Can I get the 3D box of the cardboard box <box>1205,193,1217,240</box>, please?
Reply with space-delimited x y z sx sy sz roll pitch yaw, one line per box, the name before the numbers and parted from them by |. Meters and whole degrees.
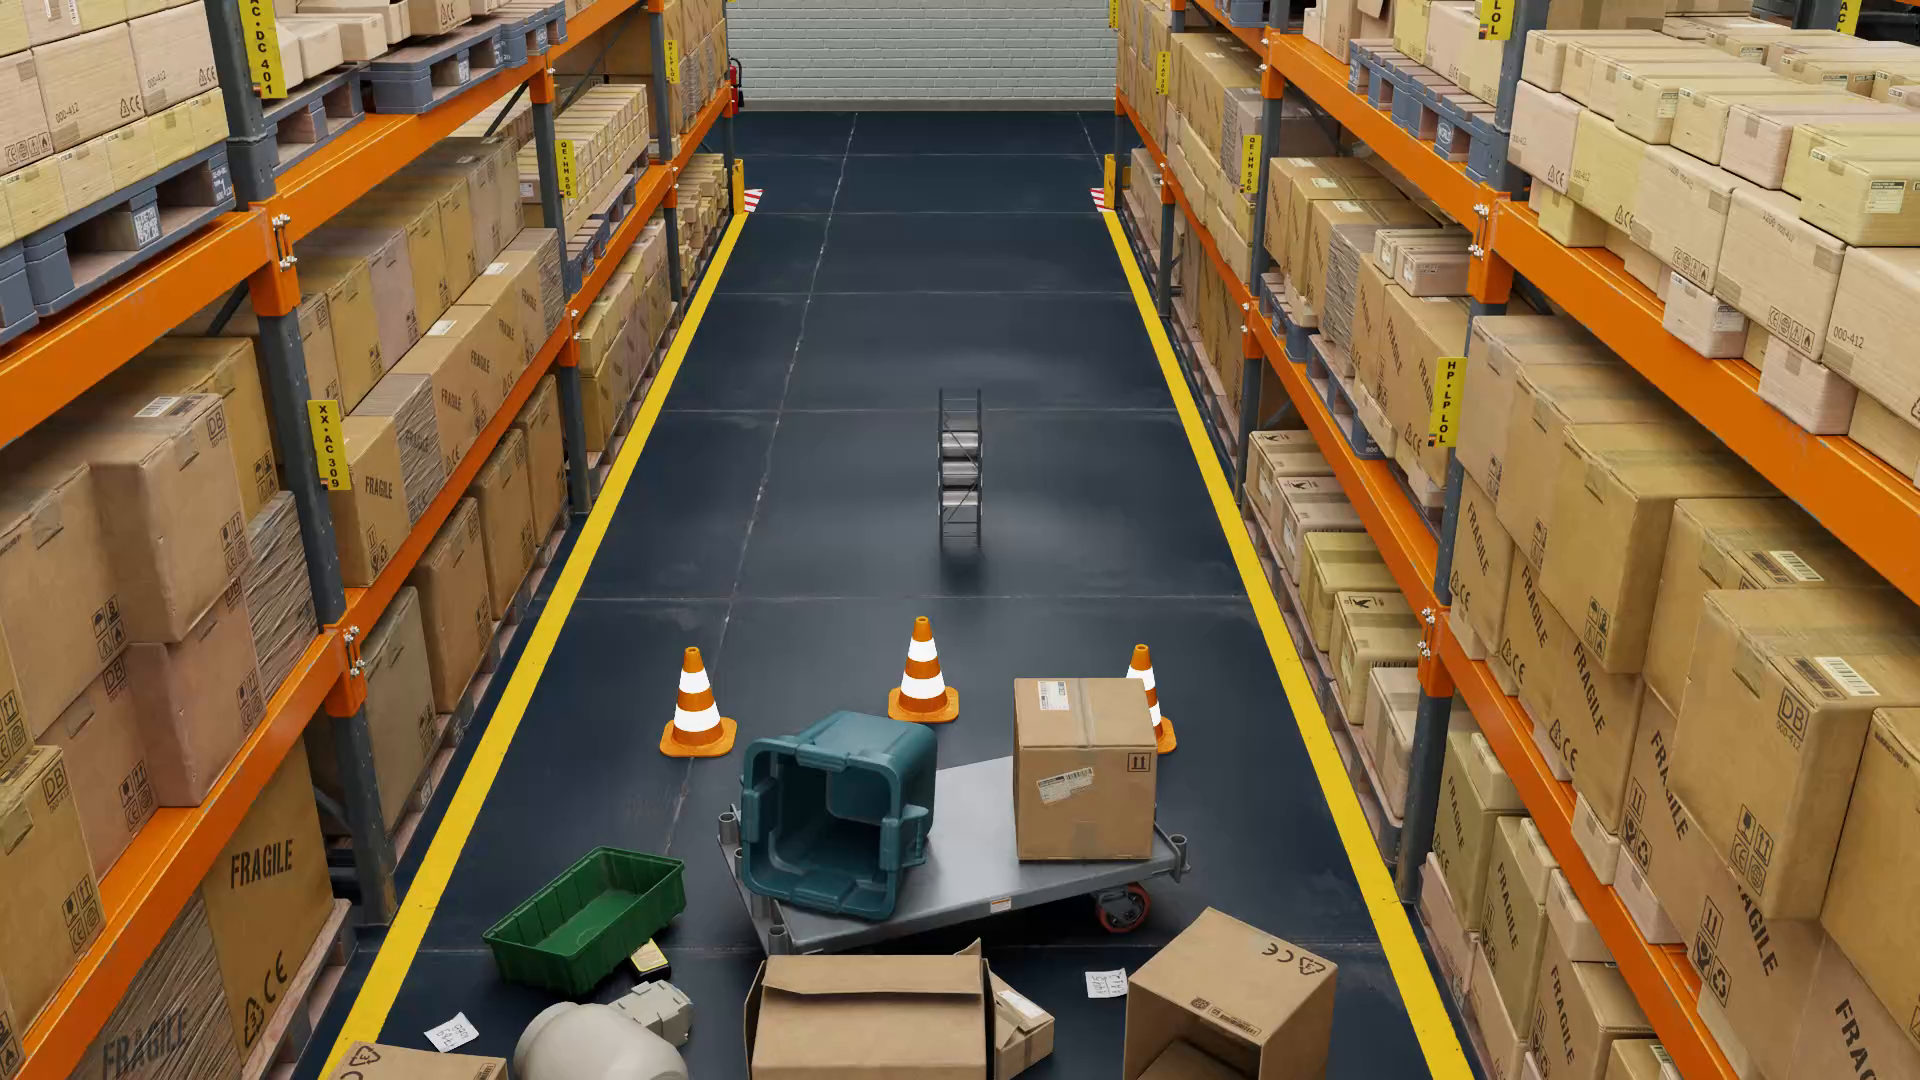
cardboard box | 1.922 -2.157 11.061 0.500 0.250 0.500 0 24 -1

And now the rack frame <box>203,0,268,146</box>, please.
rack frame | -2.707 -2.621 4.626 1.000 3.000 0.127 0 24 -1

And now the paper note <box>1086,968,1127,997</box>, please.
paper note | 0.541 1.627 6.116 0.148 0.019 0.142 0 24 -1

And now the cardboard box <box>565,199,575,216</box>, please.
cardboard box | -2.560 -2.061 10.100 0.380 0.149 0.250 1 24 2

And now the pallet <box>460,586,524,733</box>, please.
pallet | -2.807 0.561 8.254 1.003 0.211 1.213 0 24 -1

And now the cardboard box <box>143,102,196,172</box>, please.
cardboard box | -2.380 -1.125 4.631 0.380 0.149 0.250 0 24 0

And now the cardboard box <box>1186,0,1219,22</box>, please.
cardboard box | 1.939 -4.280 13.451 0.380 0.149 0.250 0 24 1

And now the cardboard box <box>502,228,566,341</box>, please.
cardboard box | -2.477 -1.397 9.078 0.500 0.500 0.500 0 24 -1

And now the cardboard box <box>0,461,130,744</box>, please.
cardboard box | -2.747 0.153 4.279 0.875 0.550 0.550 0 24 -1

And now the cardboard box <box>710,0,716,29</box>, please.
cardboard box | -2.579 -5.073 15.631 0.500 0.500 0.500 -1 24 -2

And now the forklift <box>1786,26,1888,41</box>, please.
forklift | 4.796 -1.175 8.868 1.129 2.867 3.031 -1 24 -1

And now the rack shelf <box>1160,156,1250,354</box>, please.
rack shelf | 2.176 -2.096 11.618 1.077 0.370 4.000 0 24 -1

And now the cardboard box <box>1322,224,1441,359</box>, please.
cardboard box | 1.994 -1.146 7.653 0.500 0.500 0.500 -1 24 -3

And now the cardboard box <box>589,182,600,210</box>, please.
cardboard box | -2.570 -2.241 10.860 0.380 0.149 0.250 1 24 1

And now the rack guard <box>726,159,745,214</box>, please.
rack guard | -2.837 -3.663 17.241 1.175 0.500 0.348 0 24 -1

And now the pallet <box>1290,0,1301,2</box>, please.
pallet | 2.123 -3.607 10.674 1.003 0.211 1.213 1 24 2

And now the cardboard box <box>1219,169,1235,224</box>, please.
cardboard box | 1.929 -2.169 10.482 0.500 0.250 0.500 -1 24 -2

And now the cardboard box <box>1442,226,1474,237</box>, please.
cardboard box | 2.509 -1.141 7.640 0.500 0.500 0.500 -1 24 -3

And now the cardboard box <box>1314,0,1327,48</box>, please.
cardboard box | 2.034 -2.670 8.536 0.396 0.266 0.258 0 24 -1

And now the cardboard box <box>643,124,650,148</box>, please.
cardboard box | -2.592 -3.099 12.756 0.380 0.149 0.250 -1 24 -2

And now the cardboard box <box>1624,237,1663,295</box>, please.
cardboard box | 2.023 -0.761 4.459 0.380 0.149 0.250 0 24 1

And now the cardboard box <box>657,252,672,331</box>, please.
cardboard box | -2.534 -1.933 12.908 0.500 0.500 0.500 -1 24 -2

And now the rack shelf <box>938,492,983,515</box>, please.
rack shelf | 0.000 -0.219 9.660 0.258 0.077 0.200 0 24 -1

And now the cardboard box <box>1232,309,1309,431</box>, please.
cardboard box | 2.274 -1.108 10.629 0.875 0.875 0.875 0 24 -1

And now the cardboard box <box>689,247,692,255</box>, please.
cardboard box | -2.535 -2.440 14.455 0.380 0.149 0.250 0 24 -1

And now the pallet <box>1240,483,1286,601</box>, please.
pallet | 2.205 -0.008 9.511 1.003 0.211 1.213 0 24 -1

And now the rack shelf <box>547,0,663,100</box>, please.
rack shelf | -2.772 -3.399 10.859 1.077 0.370 4.000 0 24 -1

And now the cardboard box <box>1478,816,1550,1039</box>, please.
cardboard box | 1.996 1.233 5.301 0.500 0.500 0.500 1 24 2

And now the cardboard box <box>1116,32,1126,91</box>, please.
cardboard box | 1.829 -4.743 16.476 0.500 0.500 0.500 0 24 -1

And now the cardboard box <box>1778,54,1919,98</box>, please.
cardboard box | 2.456 -1.223 4.512 0.380 0.149 0.250 0 24 1

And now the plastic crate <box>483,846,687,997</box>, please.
plastic crate | -1.395 1.433 6.285 0.450 0.188 0.662 3 22 31

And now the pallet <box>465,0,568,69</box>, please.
pallet | -2.691 -2.552 8.341 1.213 0.211 1.003 1 24 2

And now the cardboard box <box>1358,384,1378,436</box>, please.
cardboard box | 1.930 -0.559 7.142 0.380 0.149 0.250 0 24 0

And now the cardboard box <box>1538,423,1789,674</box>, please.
cardboard box | 1.992 0.011 4.389 0.700 0.500 0.500 -1 24 -2

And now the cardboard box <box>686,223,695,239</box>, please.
cardboard box | -2.589 -2.792 14.872 0.380 0.149 0.250 1 24 2

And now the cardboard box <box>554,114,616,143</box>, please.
cardboard box | -2.581 -2.831 11.442 0.380 0.149 0.250 -1 24 -3

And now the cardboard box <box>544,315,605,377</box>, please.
cardboard box | -2.516 -1.216 10.411 0.500 0.250 0.500 -1 24 -3

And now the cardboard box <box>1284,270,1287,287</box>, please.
cardboard box | 1.985 -1.426 9.057 0.380 0.149 0.250 -2 24 -4

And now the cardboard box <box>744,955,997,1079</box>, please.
cardboard box | -0.284 1.674 5.273 0.797 0.637 0.503 0 24 -1

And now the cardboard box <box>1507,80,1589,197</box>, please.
cardboard box | 1.973 -1.203 4.951 0.500 0.250 0.500 -1 24 -2

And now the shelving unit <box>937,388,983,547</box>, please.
shelving unit | 0.000 -0.413 9.572 0.258 0.900 0.210 0 24 -1

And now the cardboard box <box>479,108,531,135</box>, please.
cardboard box | -3.237 -2.939 11.682 0.380 0.149 0.250 0 24 -1

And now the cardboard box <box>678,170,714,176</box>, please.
cardboard box | -2.564 -3.462 15.993 0.380 0.149 0.250 -1 24 -3

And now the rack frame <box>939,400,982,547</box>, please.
rack frame | 0.001 -0.371 9.479 0.240 0.900 0.006 0 24 -1

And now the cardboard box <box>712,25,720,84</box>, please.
cardboard box | -2.575 -4.618 15.837 0.500 0.500 0.500 -1 24 -1

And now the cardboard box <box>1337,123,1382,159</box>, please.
cardboard box | 2.437 -2.306 9.873 0.500 0.500 0.500 -1 24 -2

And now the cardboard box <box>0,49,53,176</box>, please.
cardboard box | -2.436 -0.943 3.744 0.500 0.250 0.500 0 24 -1

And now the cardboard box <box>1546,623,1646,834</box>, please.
cardboard box | 1.989 0.463 4.603 0.500 0.500 0.500 0 24 -1

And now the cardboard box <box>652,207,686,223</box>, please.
cardboard box | -2.612 -2.816 14.564 0.380 0.149 0.250 -1 24 -2

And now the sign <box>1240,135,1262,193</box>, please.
sign | 1.643 -2.124 9.401 0.100 0.325 0.005 0 24 -1

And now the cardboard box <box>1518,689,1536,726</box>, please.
cardboard box | 2.012 0.507 5.294 0.380 0.149 0.250 0 24 -1

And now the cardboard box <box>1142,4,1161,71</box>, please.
cardboard box | 1.861 -4.362 14.419 0.500 0.500 0.500 0 24 0

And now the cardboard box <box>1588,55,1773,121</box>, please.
cardboard box | 1.945 -1.220 4.505 0.380 0.149 0.250 -1 24 -2

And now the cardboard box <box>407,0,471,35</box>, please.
cardboard box | -2.452 -2.470 7.180 0.500 0.500 0.500 0 24 -1

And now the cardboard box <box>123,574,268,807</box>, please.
cardboard box | -2.662 0.422 4.995 0.875 0.550 0.550 0 24 -1

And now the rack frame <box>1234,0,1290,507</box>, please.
rack frame | 2.198 -1.600 9.648 1.000 3.000 0.127 0 24 -1

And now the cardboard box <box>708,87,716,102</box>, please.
cardboard box | -2.543 -4.274 15.865 0.380 0.149 0.250 0 24 1

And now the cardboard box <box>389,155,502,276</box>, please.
cardboard box | -2.749 -1.644 8.410 0.700 0.500 0.500 -1 24 -1

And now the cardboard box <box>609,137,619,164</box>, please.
cardboard box | -2.574 -2.691 11.493 0.380 0.149 0.250 0 24 0
